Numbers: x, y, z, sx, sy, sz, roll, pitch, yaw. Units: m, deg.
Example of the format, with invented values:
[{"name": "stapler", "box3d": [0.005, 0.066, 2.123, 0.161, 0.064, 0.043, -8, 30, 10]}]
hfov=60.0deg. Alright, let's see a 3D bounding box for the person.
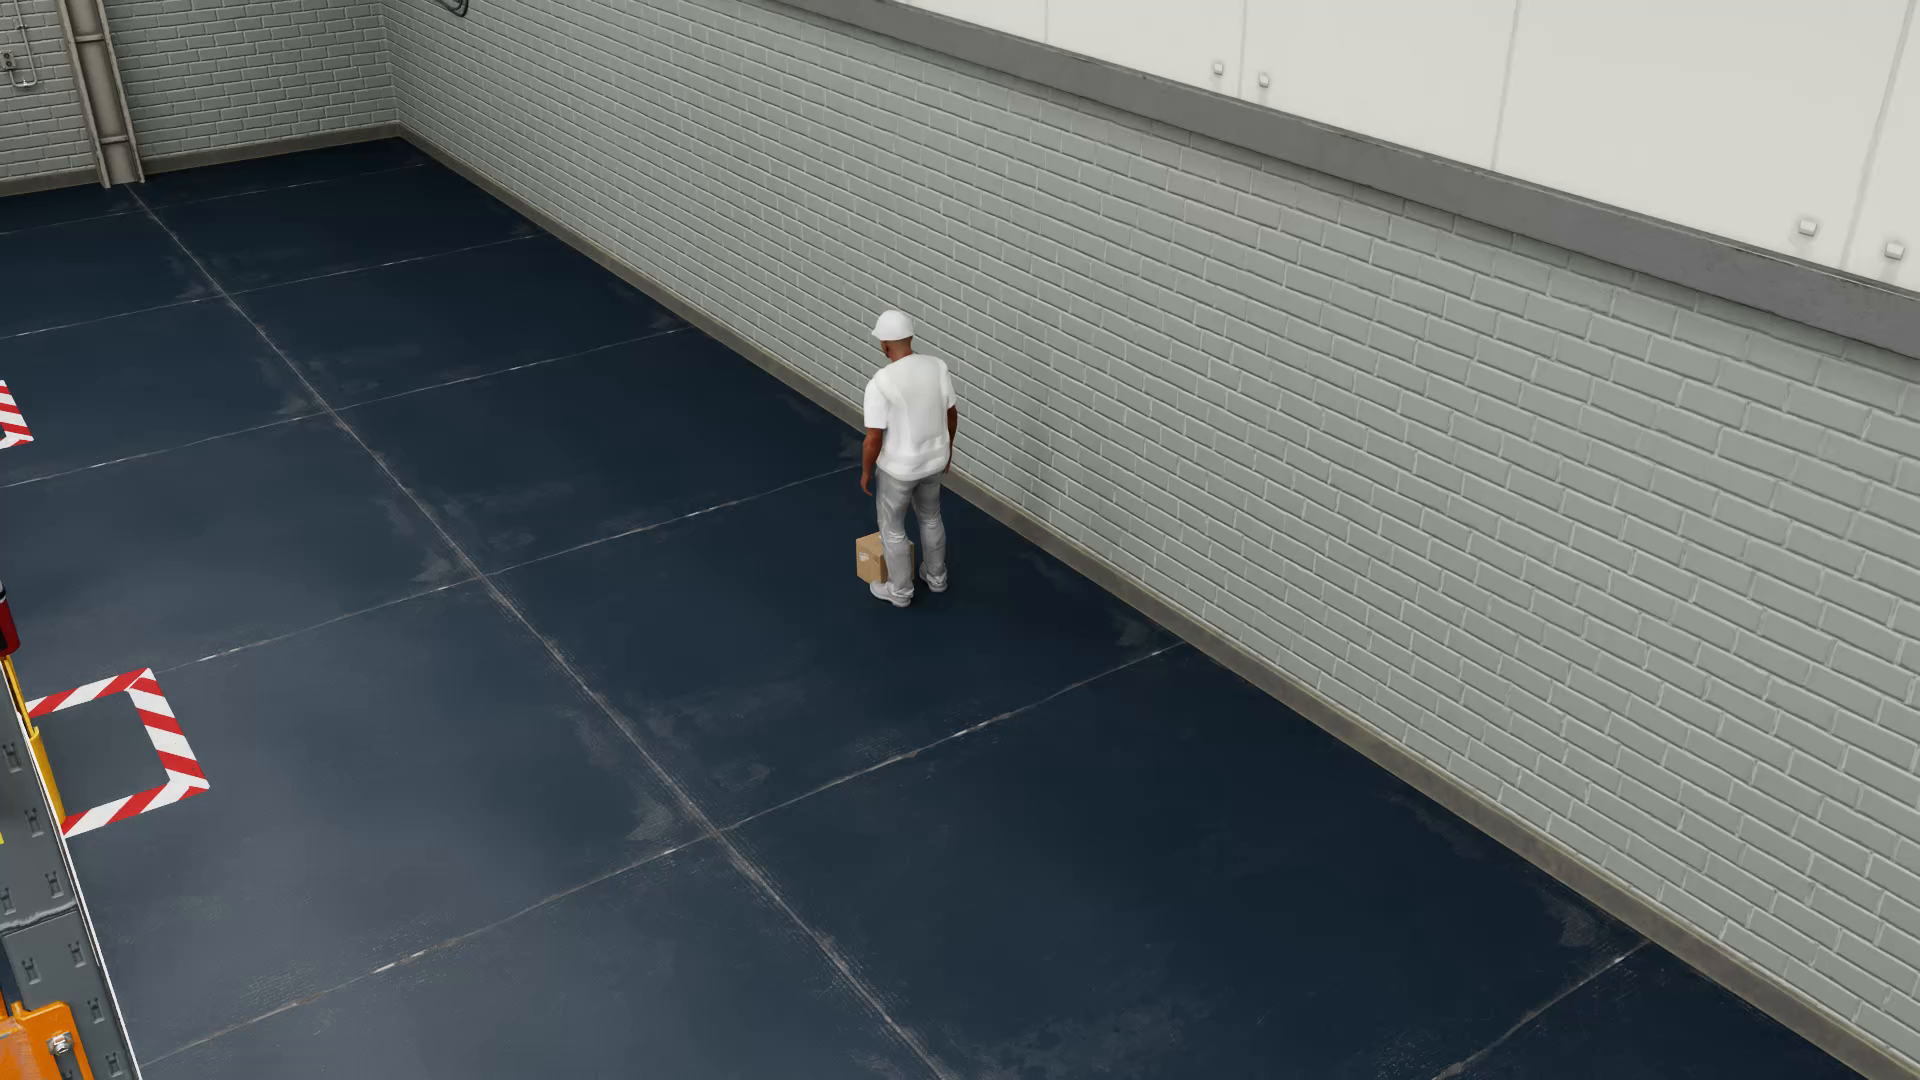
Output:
[{"name": "person", "box3d": [-0.300, -0.461, 9.456, 0.625, 1.760, 0.460, -19, 34, -31]}]
